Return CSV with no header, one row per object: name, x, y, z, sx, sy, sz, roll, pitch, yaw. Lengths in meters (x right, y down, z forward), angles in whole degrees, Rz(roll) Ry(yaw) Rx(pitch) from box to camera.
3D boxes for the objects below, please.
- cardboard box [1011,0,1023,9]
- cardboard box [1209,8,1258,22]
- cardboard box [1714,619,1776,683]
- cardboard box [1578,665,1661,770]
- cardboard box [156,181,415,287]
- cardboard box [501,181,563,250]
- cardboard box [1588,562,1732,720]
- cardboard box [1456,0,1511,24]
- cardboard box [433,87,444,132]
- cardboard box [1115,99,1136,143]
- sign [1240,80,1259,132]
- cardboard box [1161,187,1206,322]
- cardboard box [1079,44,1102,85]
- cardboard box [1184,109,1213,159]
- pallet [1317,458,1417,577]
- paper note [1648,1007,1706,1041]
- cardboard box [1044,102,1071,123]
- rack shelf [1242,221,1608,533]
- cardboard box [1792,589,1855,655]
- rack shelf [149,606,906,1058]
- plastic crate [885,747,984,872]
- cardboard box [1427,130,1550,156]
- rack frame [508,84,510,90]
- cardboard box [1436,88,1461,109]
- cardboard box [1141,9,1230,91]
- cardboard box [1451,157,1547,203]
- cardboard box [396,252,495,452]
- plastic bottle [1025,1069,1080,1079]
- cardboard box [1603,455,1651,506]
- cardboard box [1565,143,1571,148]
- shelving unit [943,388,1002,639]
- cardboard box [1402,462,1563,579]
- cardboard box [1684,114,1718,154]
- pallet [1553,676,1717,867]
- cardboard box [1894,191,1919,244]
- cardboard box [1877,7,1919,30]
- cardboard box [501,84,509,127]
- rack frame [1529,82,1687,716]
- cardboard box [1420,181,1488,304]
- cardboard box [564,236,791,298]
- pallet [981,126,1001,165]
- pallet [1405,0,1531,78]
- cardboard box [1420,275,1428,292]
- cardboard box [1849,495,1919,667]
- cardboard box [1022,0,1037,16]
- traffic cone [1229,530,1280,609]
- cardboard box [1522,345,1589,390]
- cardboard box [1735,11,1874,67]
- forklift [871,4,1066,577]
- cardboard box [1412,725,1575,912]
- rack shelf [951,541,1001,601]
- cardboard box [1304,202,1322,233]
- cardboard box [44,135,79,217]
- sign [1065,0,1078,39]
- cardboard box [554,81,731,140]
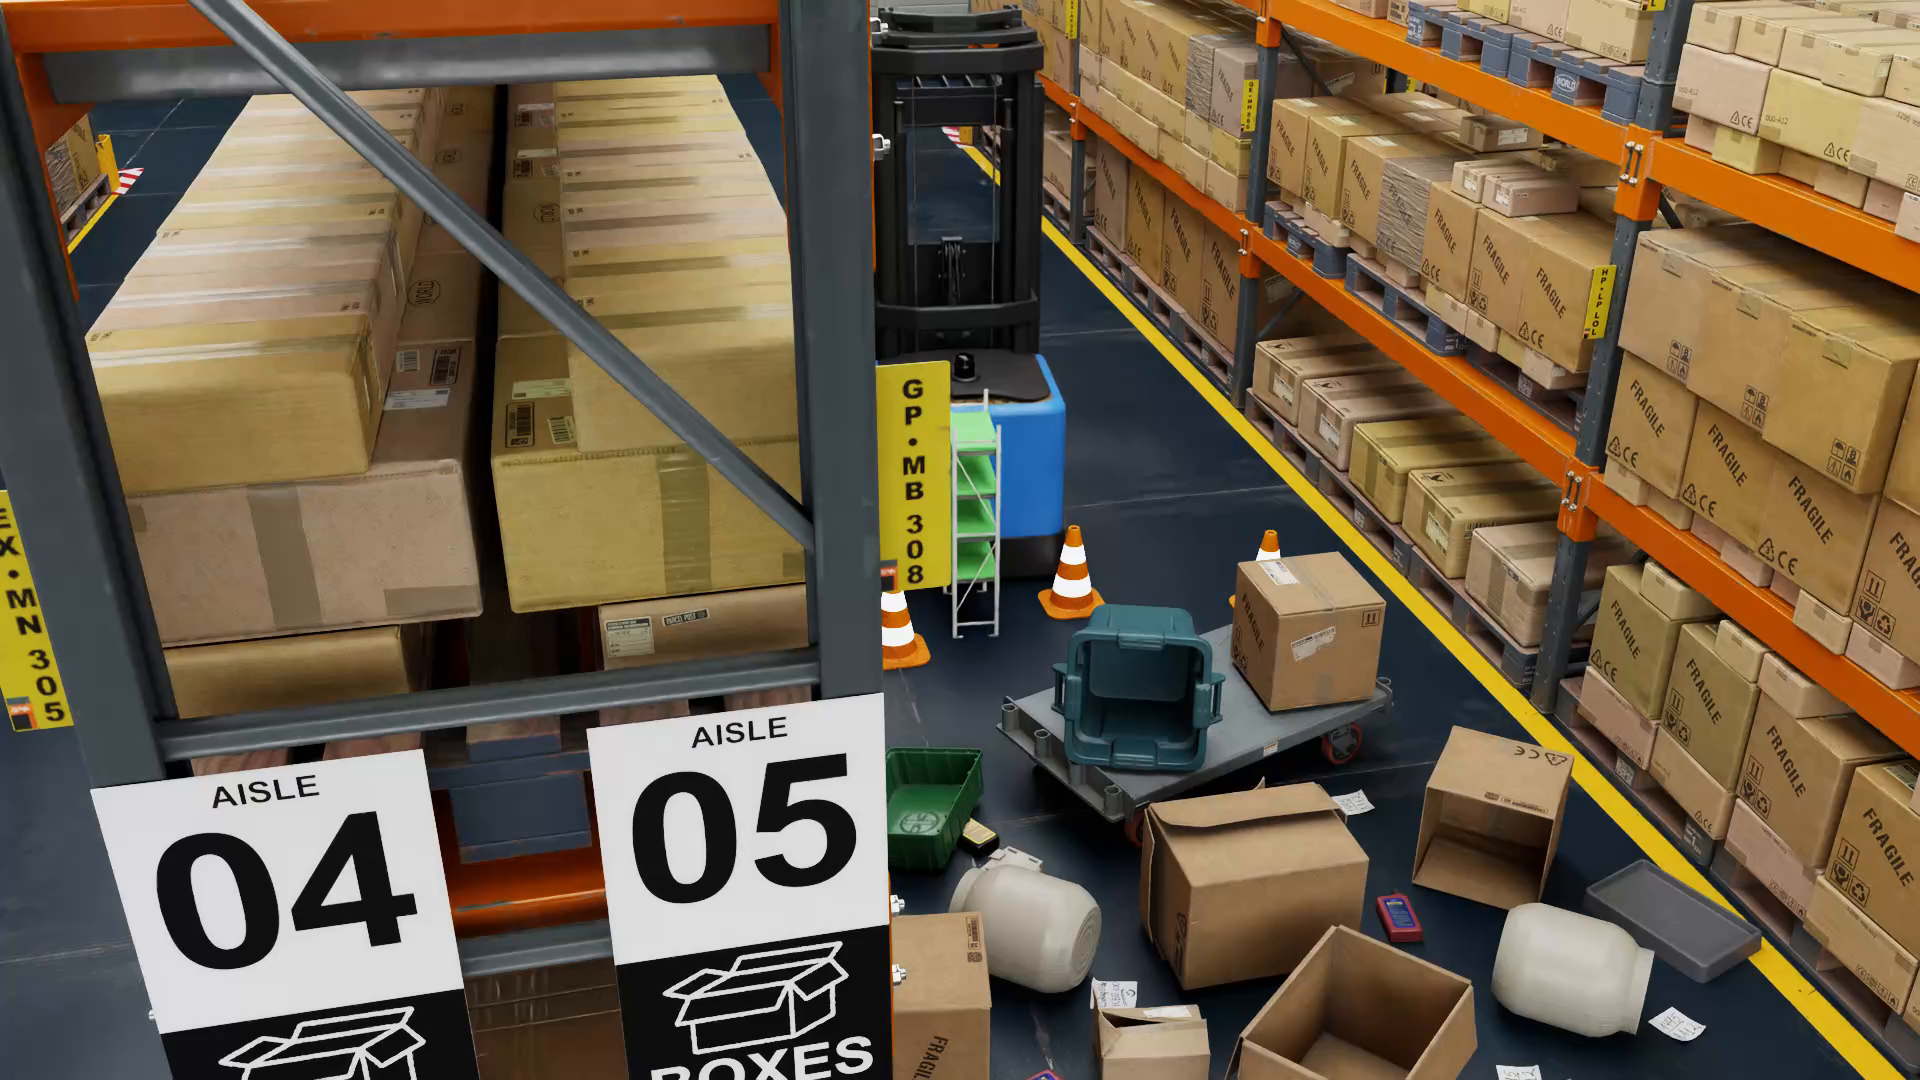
cardboard box,0.786,-4.974,16.165,0.500,0.500,0.500,-5,27,-10
cardboard box,2.187,-3.720,12.570,0.500,0.500,0.500,-6,27,-11
cardboard box,3.252,0.425,6.613,0.380,0.149,0.250,-5,27,-10
cardboard box,3.164,0.763,7.496,0.500,0.250,0.500,-7,28,-14
cardboard box,-1.183,-0.525,2.949,0.380,0.149,0.250,-5,27,-11
cardboard box,-0.693,-0.580,3.501,0.500,0.250,0.500,-6,27,-12
cardboard box,3.164,0.428,7.327,0.500,0.500,0.500,-5,27,-9
cardboard box,2.799,-2.712,8.165,0.500,0.250,0.500,-6,27,-11
cardboard box,-1.466,-1.079,4.047,0.380,0.149,0.250,-6,27,-12
cardboard box,1.552,-3.335,13.196,0.500,0.250,0.500,-6,27,-12
sign,1.853,-2.779,10.642,0.100,0.325,0.005,-6,27,-12
cardboard box,2.121,-2.263,12.796,0.875,0.875,0.875,-6,27,-11
cardboard box,1.316,-4.010,13.978,0.500,0.250,0.500,-7,28,-13
cardboard box,1.917,-2.888,11.754,0.500,0.250,0.500,-7,28,-13
pallet,2.839,-0.197,9.907,1.003,0.211,1.213,-6,27,-12
paper note,2.660,1.794,6.162,0.142,0.019,0.148,-16,31,-29
cardboard box,1.051,-4.195,17.110,0.875,0.438,0.875,-5,27,-10
rack shelf,2.844,-1.121,9.440,1.077,0.370,4.000,-6,27,-12
cardboard box,3.332,0.282,6.142,0.380,0.149,0.250,-6,27,-11
rack shelf,-1.055,-0.157,4.201,1.077,0.370,4.000,-6,27,-12
plastic crate,-0.190,1.156,7.188,0.450,0.188,0.662,-2,25,20
cardboard box,3.008,-2.066,9.607,0.500,0.500,0.500,-8,28,-15
rack frame,-1.505,-2.695,5.103,1.000,3.000,0.127,-6,27,-12
cardboard box,5.626,-4.752,18.144,0.700,0.500,0.500,-5,27,-9
cardboard box,1.686,-3.677,12.486,0.500,0.500,0.500,-6,27,-12
cardboard box,2.718,-1.817,8.395,0.380,0.149,0.250,-7,28,-14
cardboard box,-1.098,-0.304,2.954,0.500,0.250,0.500,-6,27,-11
plastic bottle,0.287,1.941,5.837,0.283,0.061,0.133,-16,31,-29
cardboard box,3.053,-0.281,7.256,0.380,0.149,0.250,-6,27,-12
cardboard box,6.408,-3.883,16.632,0.500,0.311,0.500,-5,27,-10
shelving unit,0.055,-0.135,8.686,0.258,1.200,0.503,-3,27,-6
cardboard box,3.009,-0.124,9.116,0.950,0.372,0.625,-4,27,-8
cardboard box,3.124,-1.627,6.595,0.380,0.149,0.250,-6,27,-12
pallet,3.480,0.972,7.590,1.003,0.211,1.213,-6,27,-12
cardboard box,3.331,-1.054,5.460,0.380,0.149,0.250,-6,28,-13
cardboard box,3.712,-1.923,6.297,0.380,0.149,0.250,-7,28,-13
cardboard box,-1.668,-1.411,5.147,0.500,0.250,0.500,-6,27,-11
rack frame,3.295,-0.564,7.538,1.000,3.000,0.127,-6,27,-12
cardboard box,2.743,-1.553,8.591,0.500,0.500,0.500,-5,27,-10
cardboard box,-0.425,-0.365,2.632,0.380,0.149,0.250,-6,27,-11
pallet,0.847,-4.244,17.924,1.003,0.211,1.213,-6,27,-12
pallet,3.022,-2.556,8.365,1.213,0.211,1.003,-6,27,-12
cardboard box,2.734,-1.412,9.032,0.380,0.149,0.250,-7,28,-13
cardboard box,3.492,0.140,5.703,0.500,0.500,0.500,-6,27,-11
cardboard box,0.886,-5.192,15.487,0.500,0.500,0.500,-6,27,-11
traffic cone,1.651,0.166,8.907,0.336,0.463,0.334,-6,27,-12
cardboard box,2.910,-0.837,7.892,0.380,0.149,0.250,-6,27,-11
cardboard box,3.135,-1.864,6.179,0.380,0.149,0.250,-5,27,-10
forklift,-0.102,-1.707,9.879,1.130,2.935,3.031,-3,27,-6
cardboard box,2.210,1.159,6.895,0.500,0.500,0.500,13,30,24
rack shelf,0.055,0.136,8.823,0.258,0.148,0.480,-3,27,-6
cardboard box,2.333,-1.981,10.159,0.380,0.149,0.250,-8,28,-15
cardboard box,-8.638,-3.392,15.034,0.875,0.875,0.875,-6,27,-12
sign,0.951,-4.441,14.170,0.100,0.325,0.005,-6,27,-12
cardboard box,-0.712,-0.925,3.742,0.380,0.149,0.250,-6,27,-11
